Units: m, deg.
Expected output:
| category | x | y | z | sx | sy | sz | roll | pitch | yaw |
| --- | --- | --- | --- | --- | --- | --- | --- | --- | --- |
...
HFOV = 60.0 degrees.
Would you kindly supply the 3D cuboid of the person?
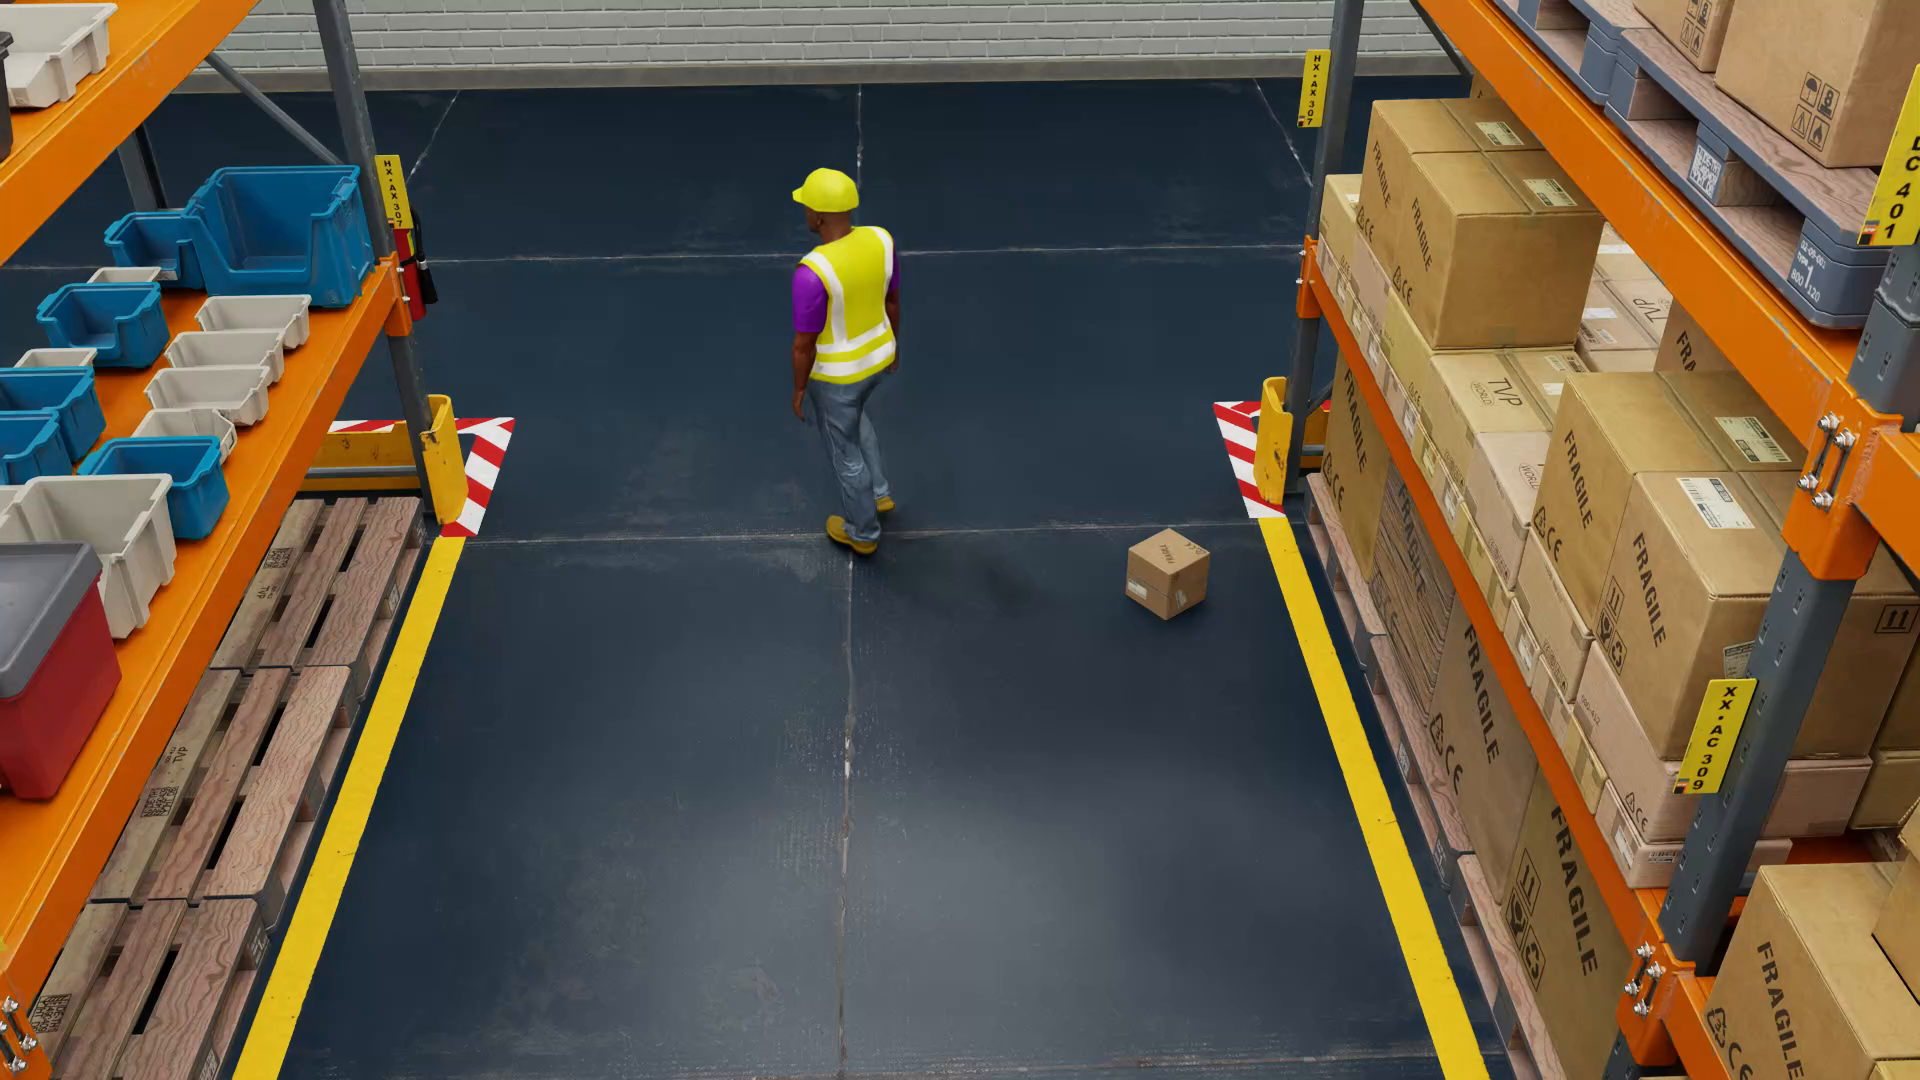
| category | x | y | z | sx | sy | sz | roll | pitch | yaw |
| --- | --- | --- | --- | --- | --- | --- | --- | --- | --- |
| person | -0.505 | -0.755 | 7.176 | 0.448 | 1.783 | 0.614 | 25 | 42 | 31 |
